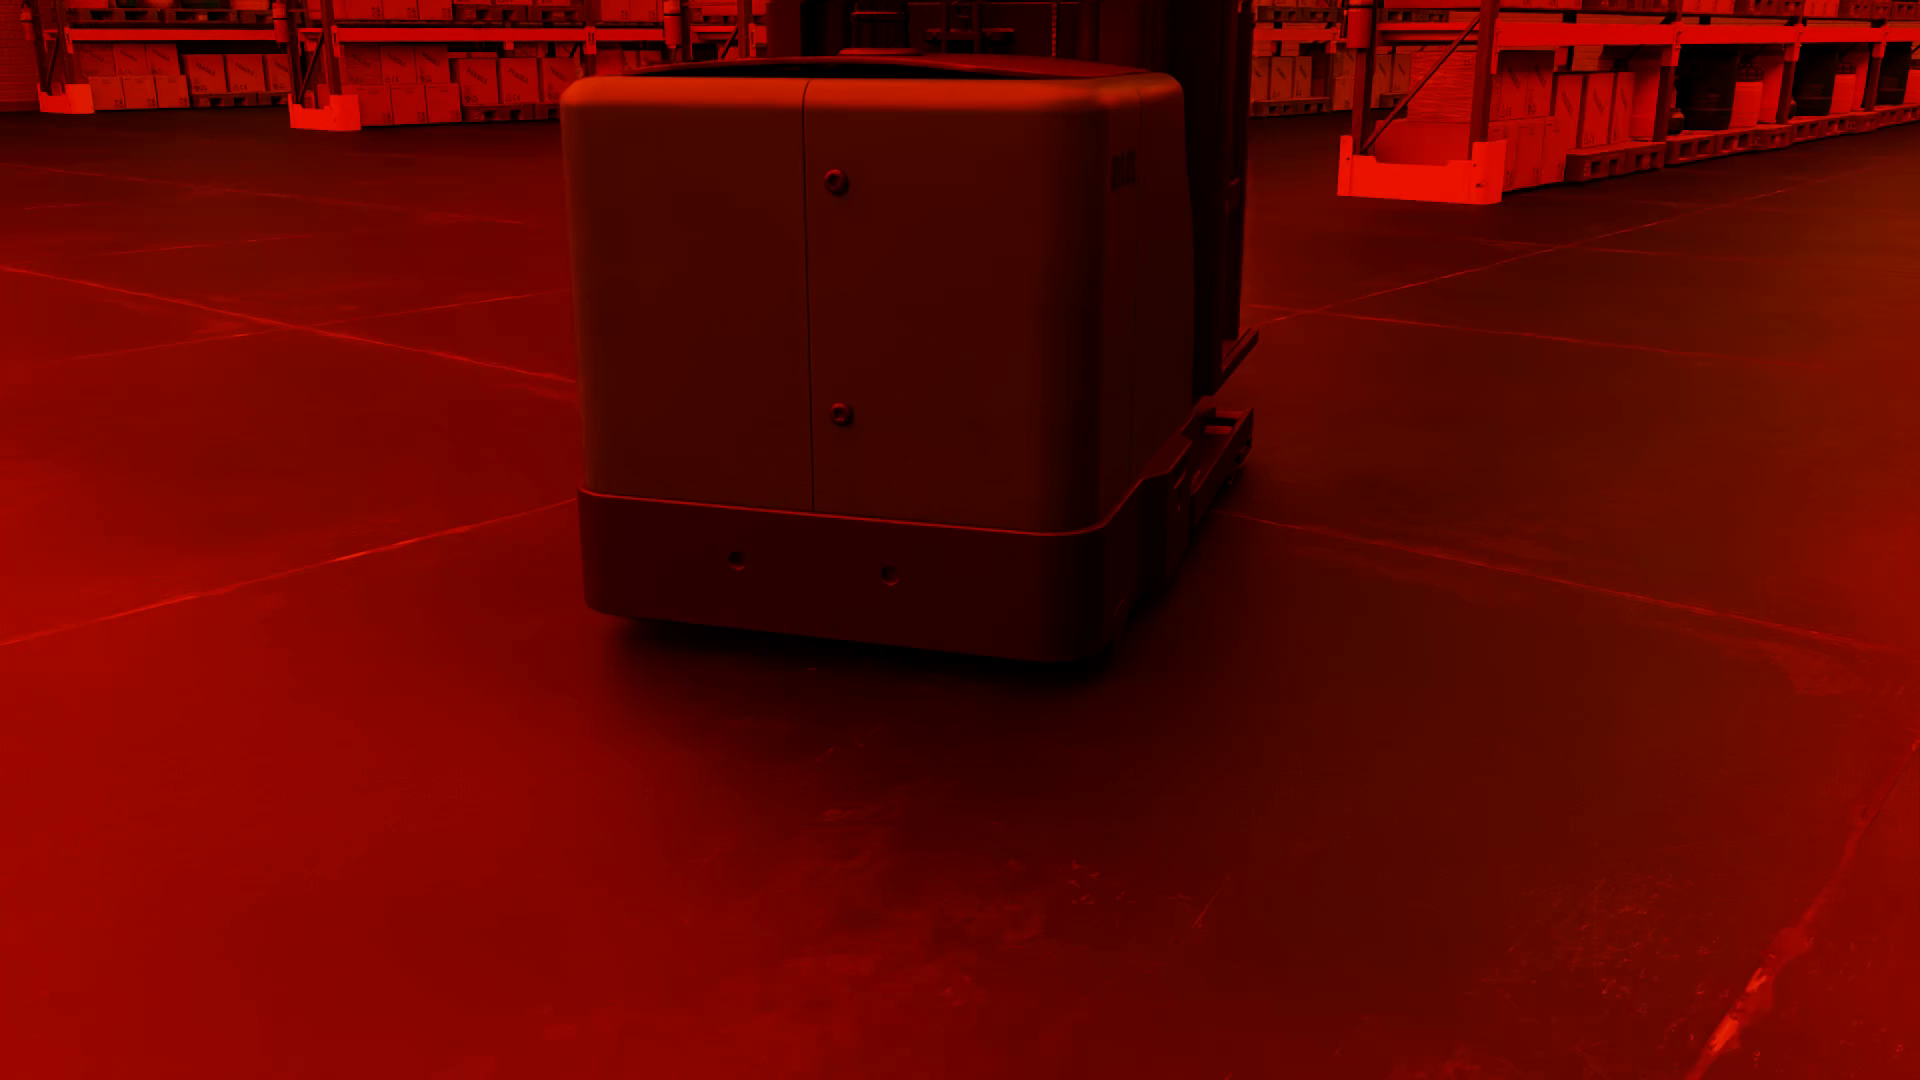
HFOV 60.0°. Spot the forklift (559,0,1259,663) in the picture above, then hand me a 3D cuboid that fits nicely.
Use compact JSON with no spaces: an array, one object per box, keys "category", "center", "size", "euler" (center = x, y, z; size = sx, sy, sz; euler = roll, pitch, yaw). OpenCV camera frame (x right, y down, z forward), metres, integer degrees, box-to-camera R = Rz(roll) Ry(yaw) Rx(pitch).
[{"category":"forklift","center":[0.182,-1.571,4.072],"size":[1.130,2.935,3.031],"euler":[5,18,17]}]
